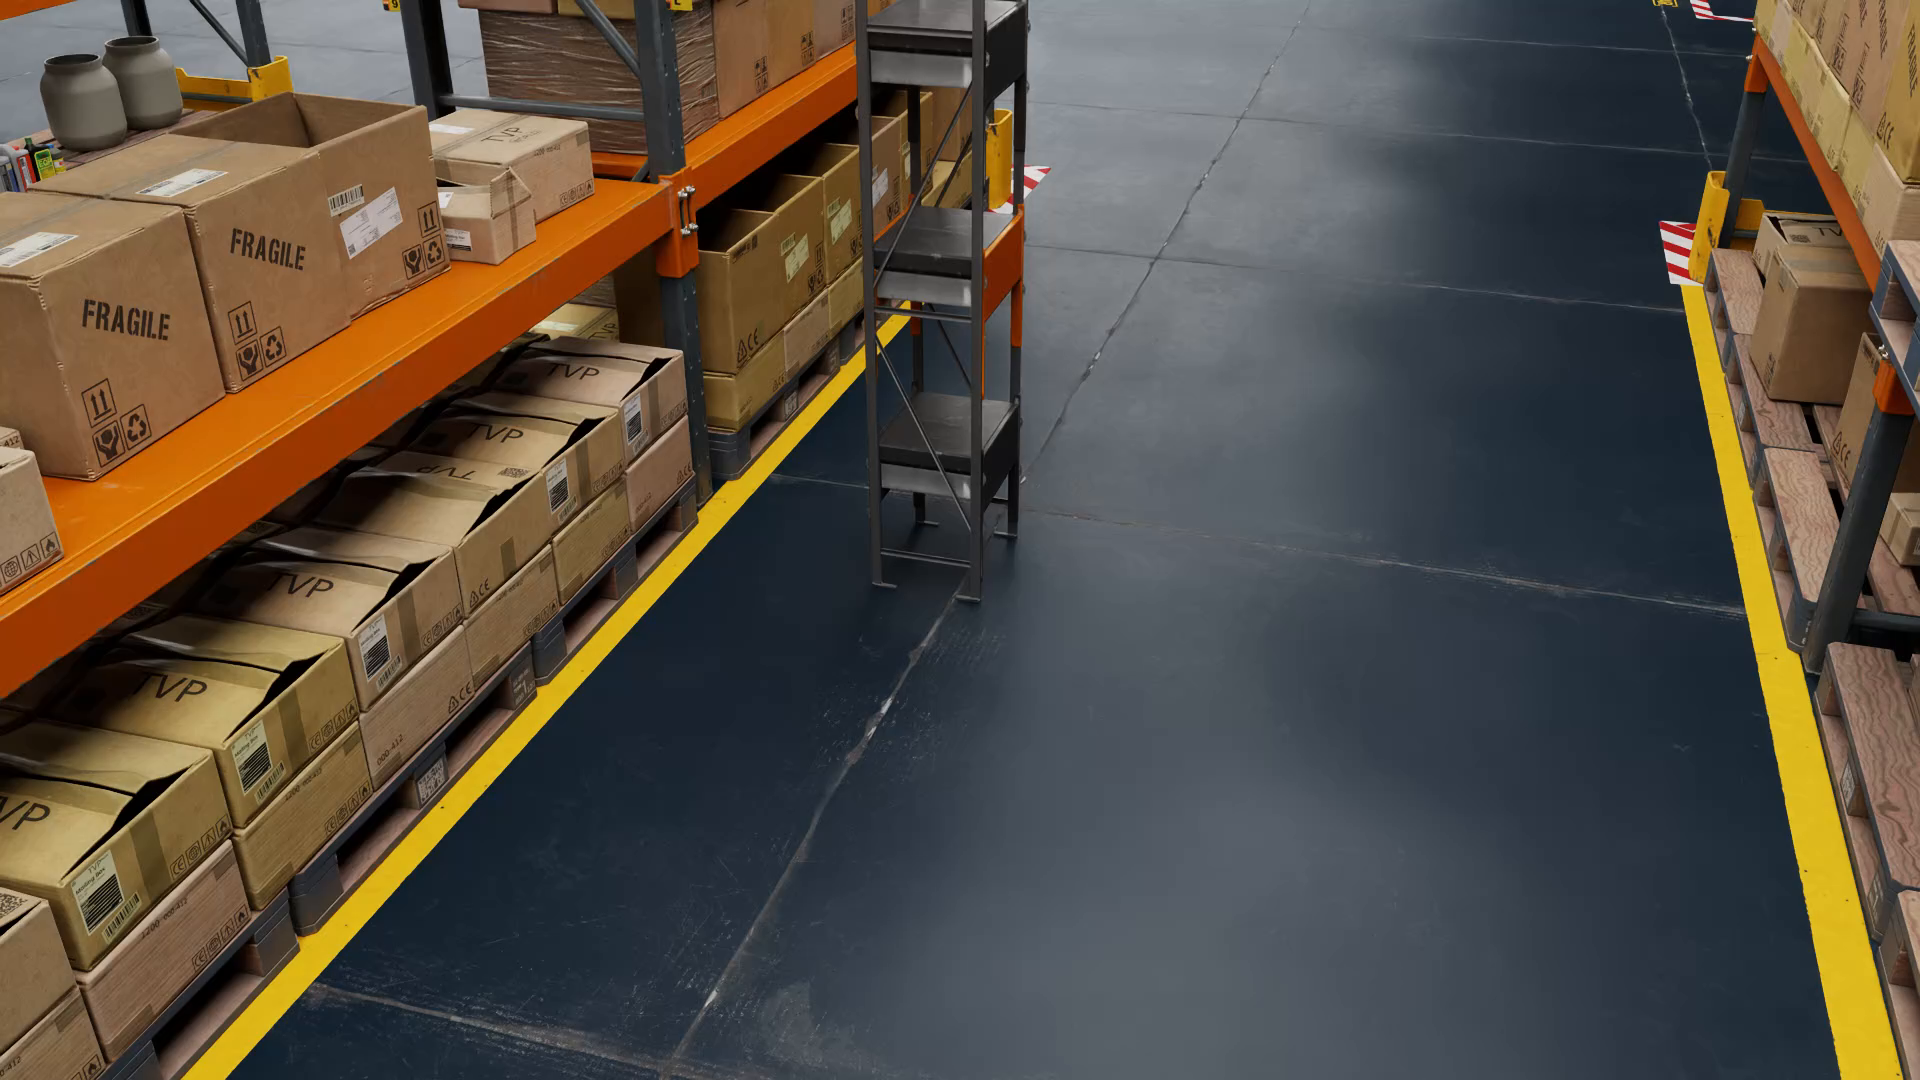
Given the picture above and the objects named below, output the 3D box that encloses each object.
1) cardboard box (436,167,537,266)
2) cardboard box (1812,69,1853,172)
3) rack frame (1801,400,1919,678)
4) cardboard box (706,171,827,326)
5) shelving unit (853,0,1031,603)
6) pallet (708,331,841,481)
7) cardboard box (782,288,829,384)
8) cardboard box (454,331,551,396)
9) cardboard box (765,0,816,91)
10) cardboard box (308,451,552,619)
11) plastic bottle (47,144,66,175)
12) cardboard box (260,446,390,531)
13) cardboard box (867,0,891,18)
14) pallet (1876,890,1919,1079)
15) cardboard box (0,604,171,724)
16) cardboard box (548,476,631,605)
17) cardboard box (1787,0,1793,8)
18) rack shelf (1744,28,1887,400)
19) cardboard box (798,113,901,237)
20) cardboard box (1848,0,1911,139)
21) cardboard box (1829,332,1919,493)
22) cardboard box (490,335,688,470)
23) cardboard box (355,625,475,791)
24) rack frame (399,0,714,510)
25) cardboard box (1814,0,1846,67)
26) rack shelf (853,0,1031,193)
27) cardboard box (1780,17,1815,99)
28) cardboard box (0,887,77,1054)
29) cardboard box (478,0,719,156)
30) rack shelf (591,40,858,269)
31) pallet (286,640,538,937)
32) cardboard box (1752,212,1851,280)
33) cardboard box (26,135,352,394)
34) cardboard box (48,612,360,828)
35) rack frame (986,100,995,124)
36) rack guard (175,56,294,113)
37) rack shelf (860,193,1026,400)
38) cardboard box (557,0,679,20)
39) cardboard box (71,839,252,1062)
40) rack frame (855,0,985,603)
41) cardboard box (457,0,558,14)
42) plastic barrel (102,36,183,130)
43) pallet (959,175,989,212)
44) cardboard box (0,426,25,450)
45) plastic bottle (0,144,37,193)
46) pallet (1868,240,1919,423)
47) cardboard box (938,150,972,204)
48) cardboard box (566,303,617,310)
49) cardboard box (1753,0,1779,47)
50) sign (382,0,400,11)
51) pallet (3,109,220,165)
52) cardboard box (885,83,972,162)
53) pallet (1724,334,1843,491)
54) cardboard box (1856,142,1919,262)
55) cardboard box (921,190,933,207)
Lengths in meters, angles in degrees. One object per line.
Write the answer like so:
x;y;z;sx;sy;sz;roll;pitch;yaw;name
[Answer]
-1.551;-1.035;5.163;0.396;0.266;0.258;8;30;14;cardboard box
3.404;-1.496;5.988;0.500;0.250;0.500;8;30;15;cardboard box
3.268;-0.823;4.645;1.000;3.000;0.127;8;30;15;rack frame
-0.894;-1.243;7.023;0.500;0.500;0.500;8;30;15;cardboard box
-0.049;-0.841;5.601;0.431;2.100;0.503;8;30;15;shelving unit
-1.195;-0.674;7.244;1.003;0.211;1.213;8;30;15;pallet
-0.891;-0.914;7.205;0.500;0.250;0.500;8;30;15;cardboard box
-1.828;-0.599;6.061;0.500;0.311;0.500;9;30;15;cardboard box
-1.045;-2.258;7.121;0.700;0.500;0.500;9;30;16;cardboard box
-1.609;-0.052;5.078;0.500;0.311;0.500;8;30;15;cardboard box
-5.149;-2.149;9.454;0.097;0.201;0.097;0;29;0;plastic bottle
-2.131;-0.126;5.211;0.500;0.311;0.500;8;30;13;cardboard box
-0.745;-2.741;7.990;0.700;0.500;0.500;9;30;15;cardboard box
2.684;1.326;3.649;1.003;0.211;1.213;8;30;15;pallet
-2.427;0.348;4.358;0.500;0.311;0.500;8;30;15;cardboard box
-1.464;-0.042;5.636;0.500;0.250;0.500;8;30;14;cardboard box
3.860;-2.546;7.104;0.500;0.500;0.500;9;30;15;cardboard box
3.855;-1.439;6.490;1.077;0.370;4.000;8;30;15;rack shelf
-0.595;-1.706;7.857;0.500;0.500;0.500;8;30;15;cardboard box
3.252;-1.591;5.387;0.500;0.500;0.500;8;30;15;cardboard box
3.534;-0.411;6.023;0.500;0.500;0.500;6;30;11;cardboard box
-1.314;-0.526;5.930;0.500;0.311;0.500;8;30;15;cardboard box
-1.764;0.432;4.783;0.500;0.250;0.500;9;30;16;cardboard box
-1.469;-1.529;5.912;1.000;3.000;0.127;8;30;15;rack frame
3.562;-2.065;6.239;0.500;0.500;0.500;9;30;16;cardboard box
-0.049;-1.440;5.268;0.431;0.518;0.480;8;30;15;rack shelf
3.701;-1.965;6.830;0.500;0.250;0.500;8;30;14;cardboard box
-2.209;0.902;3.363;0.500;0.311;0.500;10;30;17;cardboard box
-1.345;-1.779;6.260;0.700;0.500;0.500;8;30;14;cardboard box
-0.882;-2.144;7.758;1.077;0.370;4.000;8;30;15;rack shelf
-2.004;0.607;4.942;1.003;0.211;1.213;8;30;15;pallet
4.153;-1.391;7.978;0.500;0.311;0.500;5;30;9;cardboard box
-2.012;-0.740;4.392;0.500;0.500;0.500;9;30;15;cardboard box
-1.911;0.420;4.229;0.500;0.311;0.500;8;30;14;cardboard box
-0.295;-3.387;9.254;1.000;3.000;0.127;8;30;15;rack frame
-5.006;-2.962;11.060;1.175;0.500;0.348;8;30;15;rack guard
-0.049;-0.829;5.608;0.431;0.518;0.480;8;30;15;rack shelf
-1.205;-1.953;5.905;0.380;0.149;0.250;8;30;15;cardboard box
-2.062;0.913;3.919;0.500;0.250;0.500;8;30;13;cardboard box
-0.120;-0.727;5.397;0.400;2.100;0.015;8;30;15;rack frame
-1.594;-2.013;6.012;0.380;0.149;0.250;8;30;15;cardboard box
-5.149;-2.876;10.461;0.421;0.512;0.421;0;29;0;plastic barrel
-0.479;-1.808;9.282;1.003;0.211;1.213;8;30;15;pallet
-2.323;-0.161;3.712;0.380;0.149;0.250;11;31;19;cardboard box
-5.249;-2.069;9.232;0.152;0.276;0.135;9;30;15;plastic bottle
2.904;-0.405;4.090;1.003;0.211;1.213;8;30;15;pallet
-0.170;-2.078;9.296;0.500;0.250;0.500;8;30;15;cardboard box
-1.386;-0.988;7.337;0.500;0.250;0.500;8;30;15;cardboard box
3.995;-2.444;7.692;0.500;0.250;0.500;8;30;13;cardboard box
-2.000;-2.020;5.824;0.100;0.325;0.005;8;30;15;sign
-5.250;-2.459;10.453;1.003;0.211;1.213;8;30;15;pallet
-0.168;-2.405;9.114;0.500;0.500;0.500;8;30;15;cardboard box
3.787;-0.491;6.915;1.003;0.211;1.213;8;30;15;pallet
3.117;-1.030;5.150;0.500;0.250;0.500;9;30;15;cardboard box
-0.450;-1.611;8.457;0.500;0.250;0.500;8;30;15;cardboard box
